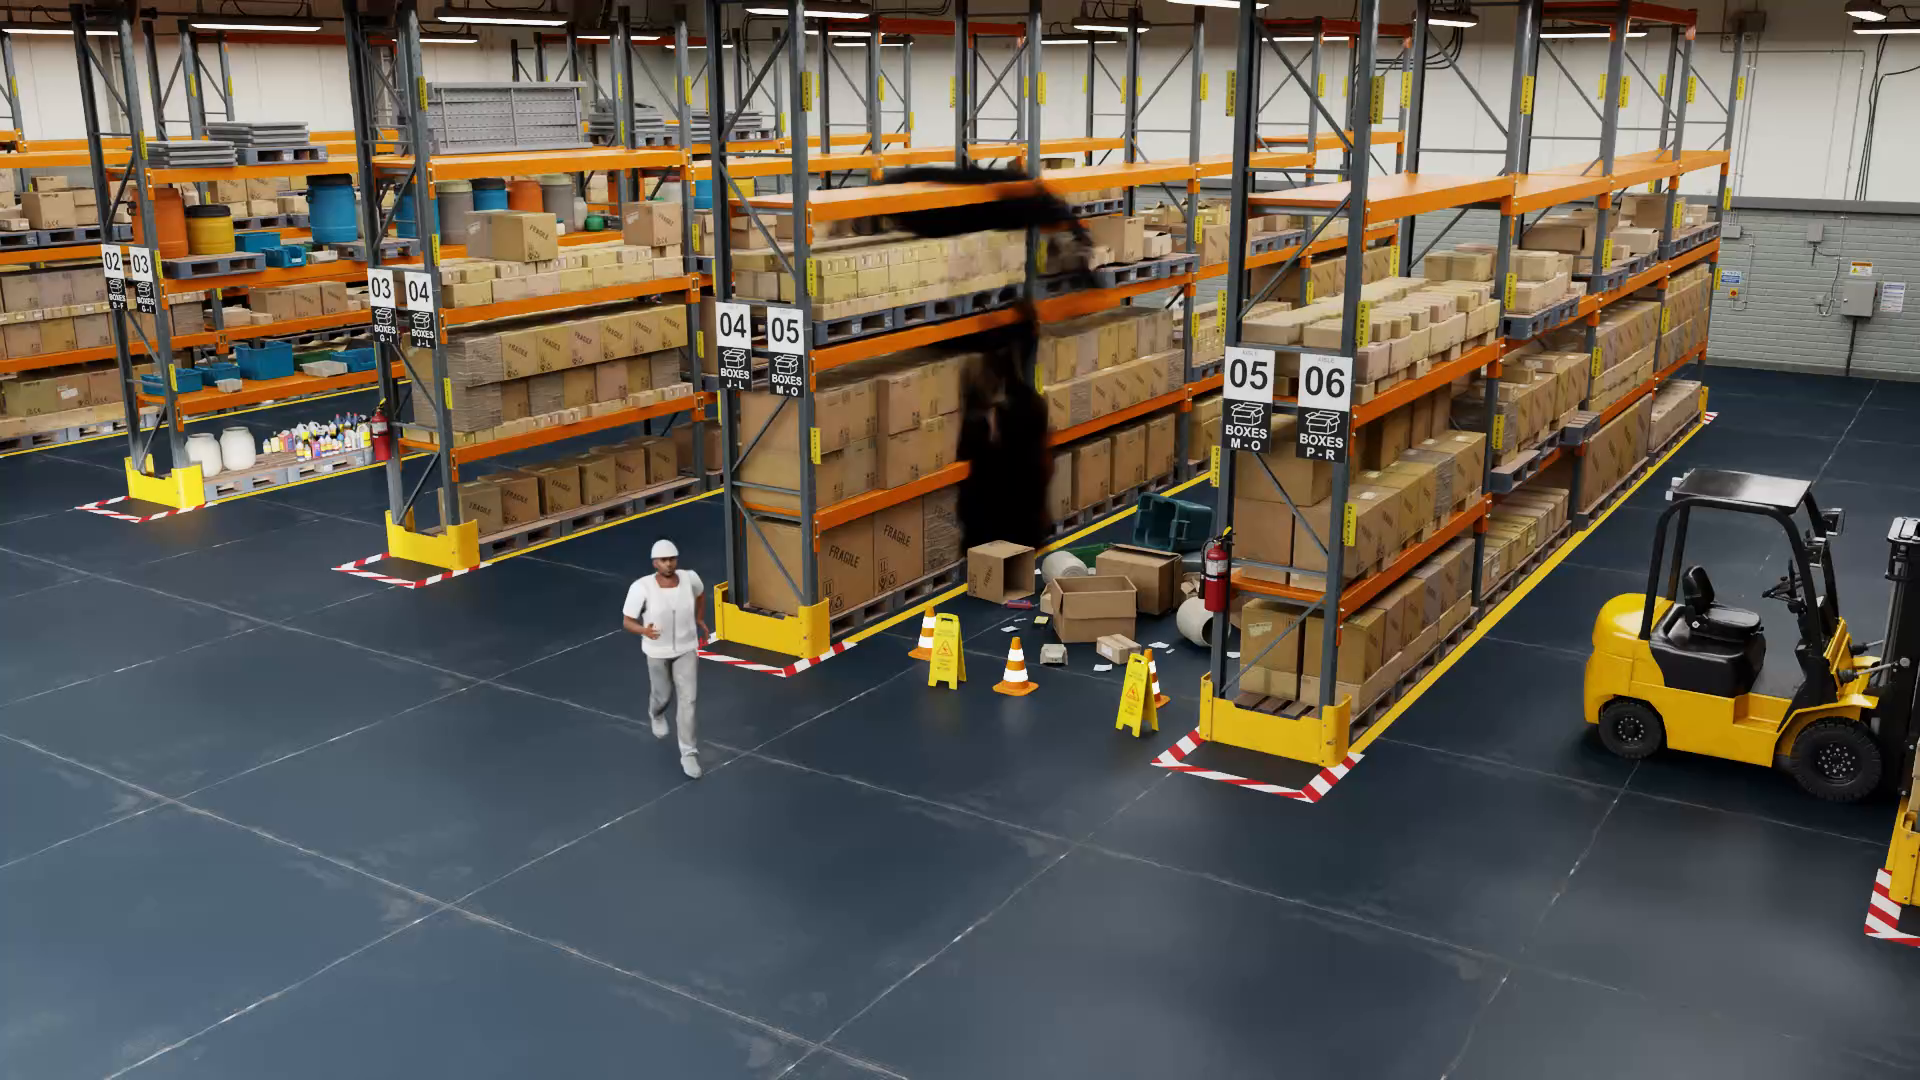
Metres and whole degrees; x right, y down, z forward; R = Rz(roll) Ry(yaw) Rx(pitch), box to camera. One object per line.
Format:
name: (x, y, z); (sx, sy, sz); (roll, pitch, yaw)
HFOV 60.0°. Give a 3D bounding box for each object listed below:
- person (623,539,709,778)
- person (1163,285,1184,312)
person: (-2.231, 0.853, 12.794); (0.699, 1.765, 0.972); (-6, 17, -22)
person: (3.904, -3.795, 29.816); (0.638, 1.653, 0.862); (4, 16, 15)
